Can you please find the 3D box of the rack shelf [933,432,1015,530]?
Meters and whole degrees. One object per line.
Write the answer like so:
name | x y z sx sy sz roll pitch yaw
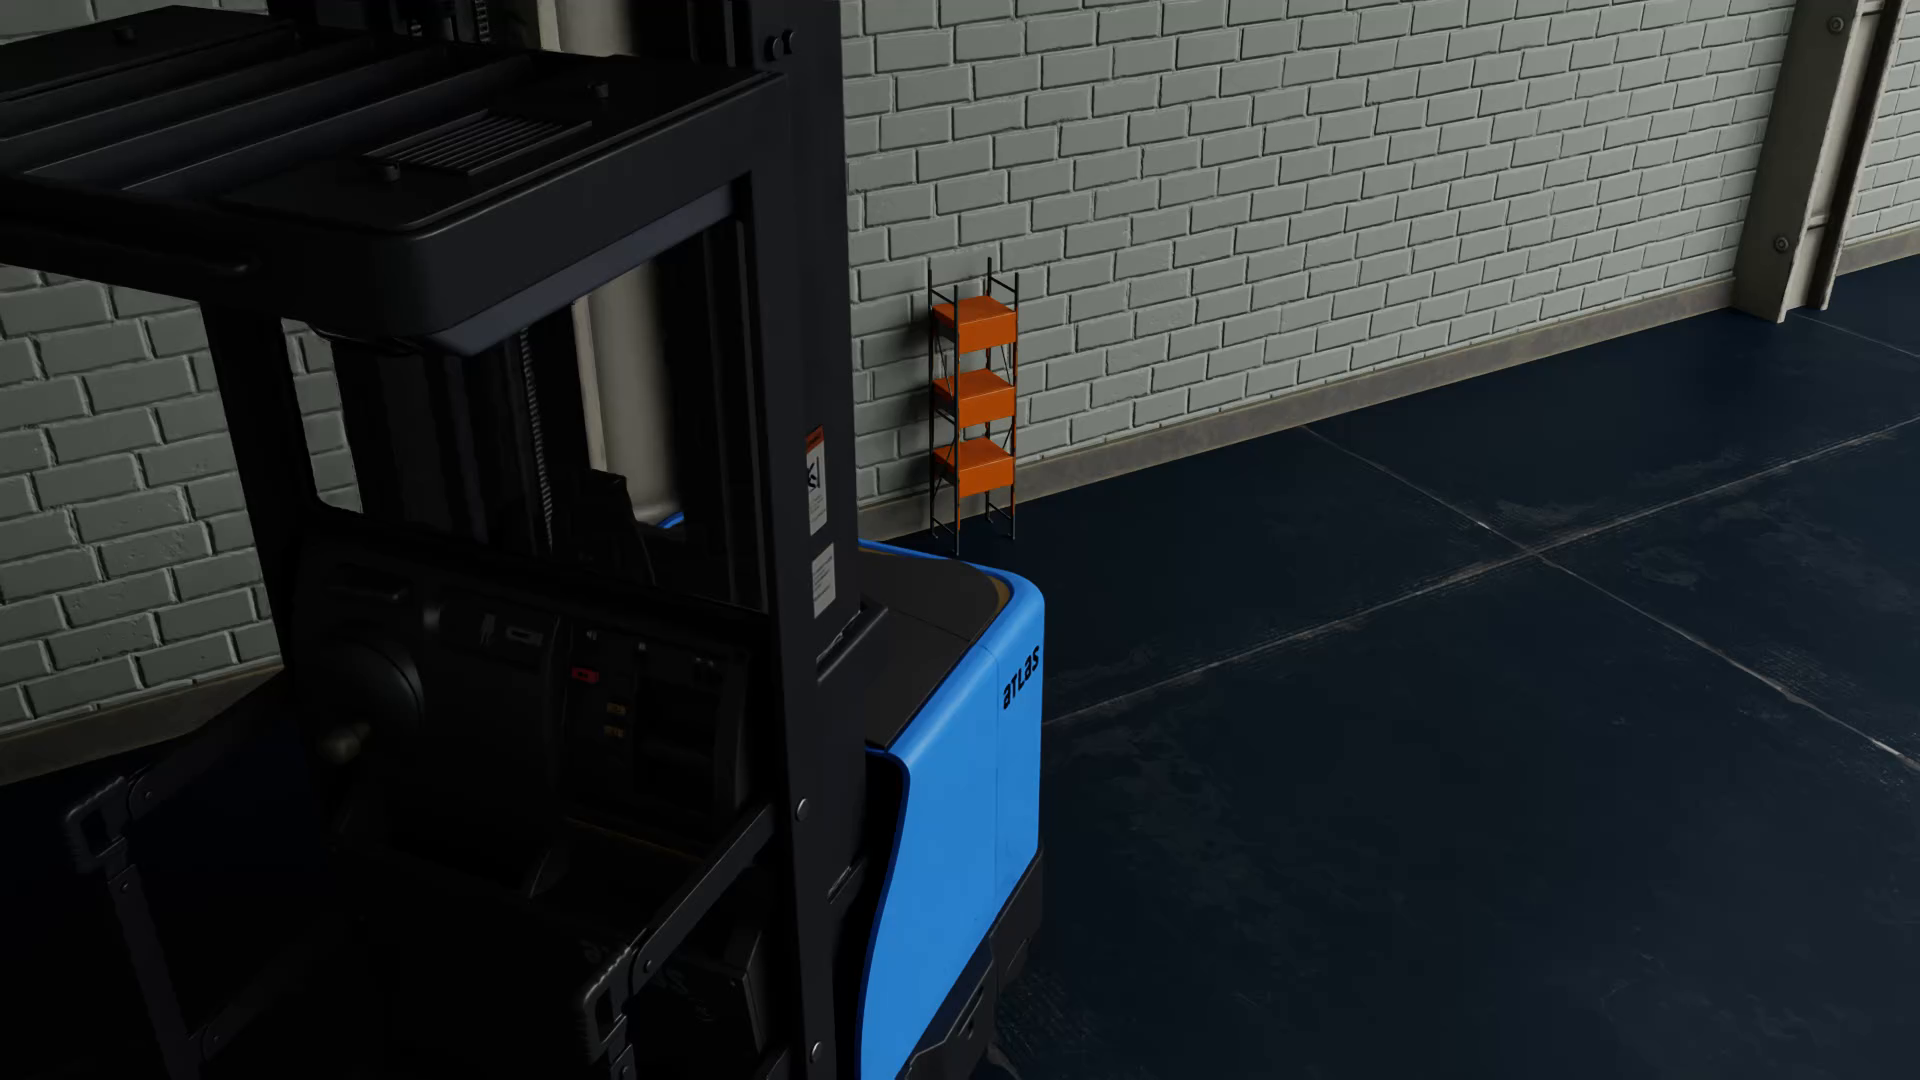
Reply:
rack shelf | 0.046 -0.220 6.159 0.240 0.259 0.215 -16 33 -26

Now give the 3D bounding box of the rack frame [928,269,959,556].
rack frame | -0.059 -0.443 5.966 0.008 1.050 0.200 -16 33 -26

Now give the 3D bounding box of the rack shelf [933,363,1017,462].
rack shelf | 0.046 -0.463 6.025 0.240 0.259 0.215 -16 33 -26

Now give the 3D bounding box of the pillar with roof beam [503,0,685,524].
pillar with roof beam | 1.122 -1.858 0.303 0.400 9.000 9.100 -16 33 -26

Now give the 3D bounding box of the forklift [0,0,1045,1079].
forklift | -0.851 0.298 2.676 1.130 2.935 3.031 12 31 21

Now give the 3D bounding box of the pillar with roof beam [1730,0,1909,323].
pillar with roof beam | 6.295 -3.326 2.964 0.400 9.000 9.100 -16 33 -26

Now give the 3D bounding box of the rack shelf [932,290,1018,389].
rack shelf | 0.046 -0.712 5.888 0.240 0.259 0.215 -16 33 -26

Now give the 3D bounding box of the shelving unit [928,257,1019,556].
shelving unit | 0.046 -0.473 6.020 0.252 1.050 0.215 -16 33 -26

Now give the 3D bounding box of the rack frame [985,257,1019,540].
rack frame | 0.151 -0.503 6.074 0.008 1.050 0.200 -16 33 -26
